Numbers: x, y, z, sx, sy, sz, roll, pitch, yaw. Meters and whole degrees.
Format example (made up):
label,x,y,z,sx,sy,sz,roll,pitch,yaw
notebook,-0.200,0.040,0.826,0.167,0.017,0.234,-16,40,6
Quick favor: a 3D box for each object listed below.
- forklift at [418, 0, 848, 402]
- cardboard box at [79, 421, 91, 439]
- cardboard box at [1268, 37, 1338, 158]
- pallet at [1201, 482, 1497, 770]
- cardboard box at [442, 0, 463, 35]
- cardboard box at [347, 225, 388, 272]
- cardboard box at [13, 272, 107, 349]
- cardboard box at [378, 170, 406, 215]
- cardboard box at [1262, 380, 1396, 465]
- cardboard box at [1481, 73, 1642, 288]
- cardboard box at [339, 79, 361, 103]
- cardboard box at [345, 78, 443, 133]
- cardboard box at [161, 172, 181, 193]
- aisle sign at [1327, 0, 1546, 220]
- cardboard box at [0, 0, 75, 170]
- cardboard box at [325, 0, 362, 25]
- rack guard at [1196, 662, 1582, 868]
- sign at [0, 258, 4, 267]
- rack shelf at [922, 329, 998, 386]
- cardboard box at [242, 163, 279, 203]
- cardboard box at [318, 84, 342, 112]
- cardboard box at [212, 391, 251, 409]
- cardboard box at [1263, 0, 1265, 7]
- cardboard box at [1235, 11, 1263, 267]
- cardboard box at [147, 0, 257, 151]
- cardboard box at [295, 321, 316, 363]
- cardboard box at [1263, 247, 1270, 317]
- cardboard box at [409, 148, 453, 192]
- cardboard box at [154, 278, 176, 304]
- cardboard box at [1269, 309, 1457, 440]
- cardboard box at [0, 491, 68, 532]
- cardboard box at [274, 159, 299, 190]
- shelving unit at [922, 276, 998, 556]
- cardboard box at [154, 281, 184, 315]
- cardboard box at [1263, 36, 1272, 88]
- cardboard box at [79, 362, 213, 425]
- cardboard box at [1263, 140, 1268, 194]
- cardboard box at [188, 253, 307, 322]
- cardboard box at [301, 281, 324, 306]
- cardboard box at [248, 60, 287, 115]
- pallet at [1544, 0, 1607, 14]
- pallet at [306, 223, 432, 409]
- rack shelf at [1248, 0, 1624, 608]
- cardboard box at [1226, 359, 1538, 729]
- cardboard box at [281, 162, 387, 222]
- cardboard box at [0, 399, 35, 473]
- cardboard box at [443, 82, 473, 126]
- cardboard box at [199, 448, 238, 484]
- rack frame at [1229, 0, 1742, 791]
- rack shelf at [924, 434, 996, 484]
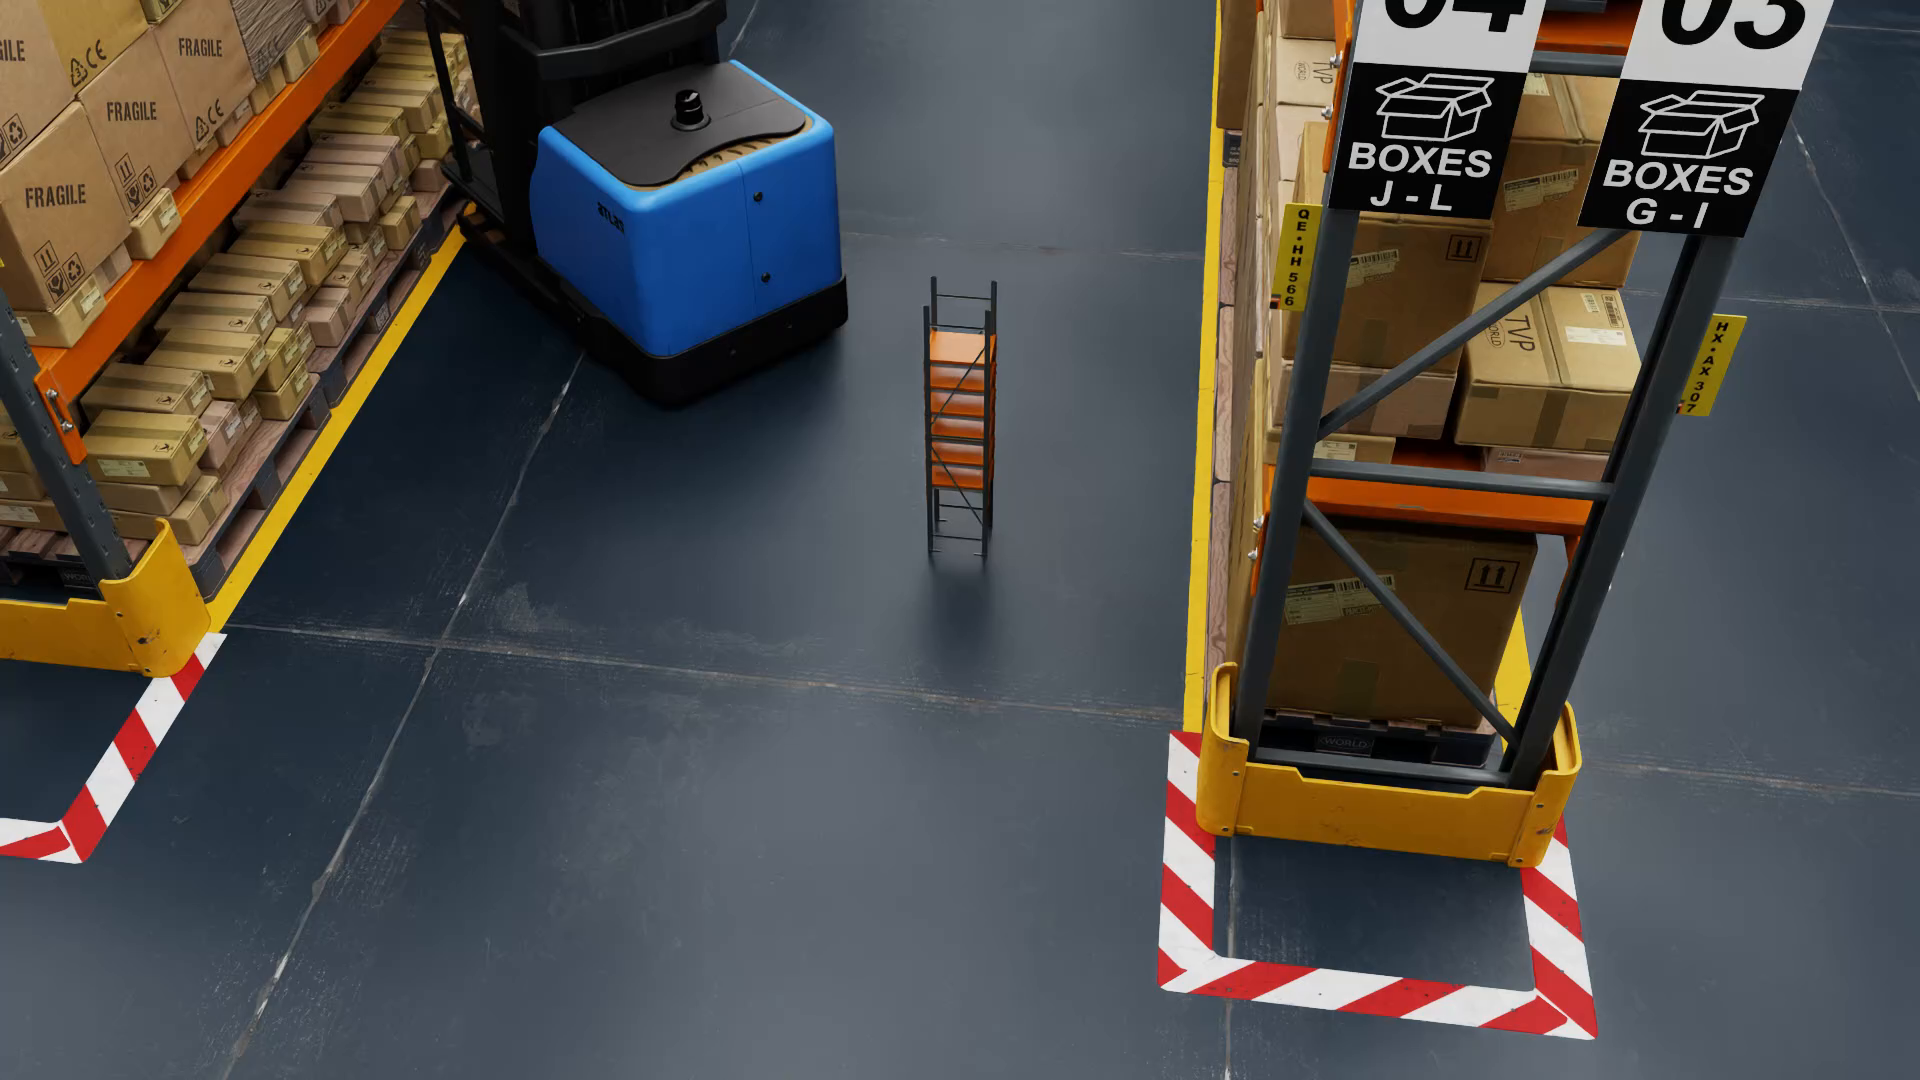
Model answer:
label,x,y,z,sx,sy,sz,roll,pitch,yaw
forklift,-1.838,-2.621,7.387,1.130,2.935,3.031,-29,51,-27
cardboard box,-3.616,-0.471,6.618,0.380,0.149,0.250,4,44,5
cardboard box,1.412,-1.623,6.175,0.500,0.250,0.500,5,44,6
pallet,1.440,0.293,6.287,1.003,0.211,1.213,5,44,6
cardboard box,-2.602,-3.137,9.394,0.500,0.500,0.500,7,44,7
cardboard box,-2.914,-1.355,7.768,0.380,0.149,0.250,6,44,6
cardboard box,-3.123,-0.787,5.582,0.380,0.149,0.250,5,44,5
cardboard box,-2.875,-1.688,7.902,0.380,0.149,0.250,6,44,7
cardboard box,1.133,-0.349,5.119,0.380,0.149,0.250,6,44,6
cardboard box,1.809,-1.137,5.116,0.500,0.500,0.500,4,44,4
cardboard box,-3.272,-2.240,8.486,0.380,0.149,0.250,6,44,6
cardboard box,-2.772,-2.132,8.156,0.380,0.149,0.250,5,44,5
cardboard box,-3.144,-1.332,6.158,0.380,0.149,0.250,7,44,7
aisle sign,1.105,-1.090,3.828,0.394,0.787,0.004,5,44,6
cardboard box,-3.169,-1.476,5.111,0.500,0.500,0.500,5,44,5
cardboard box,-2.853,-2.383,7.267,0.380,0.149,0.250,4,44,4
rack guard,1.409,0.757,5.587,1.175,0.500,0.348,5,44,6
sign,-2.953,-0.952,4.944,0.100,0.325,0.005,5,44,6
rack shelf,0.002,-0.675,6.131,0.258,0.103,0.180,5,44,6
cardboard box,-3.374,-1.632,7.628,0.380,0.149,0.250,4,44,4
cardboard box,-3.293,-2.171,8.197,0.380,0.149,0.250,5,44,5
cardboard box,-3.131,-0.602,6.756,0.380,0.149,0.250,6,44,6
cardboard box,1.537,-2.452,7.340,0.380,0.149,0.250,4,44,4
cardboard box,1.774,-1.832,7.743,0.875,0.875,0.875,5,44,6
cardboard box,-3.035,-1.812,6.193,0.500,0.500,0.500,6,44,6
cardboard box,-3.043,-0.835,7.218,0.380,0.149,0.250,5,44,6
cardboard box,1.234,-0.868,5.668,0.380,0.149,0.250,6,44,6
cardboard box,-2.765,-1.877,8.318,0.380,0.149,0.250,4,44,4
cardboard box,-3.596,-1.117,7.084,0.380,0.149,0.250,7,44,7
cardboard box,1.213,-0.575,5.069,0.500,0.250,0.500,5,44,5
cardboard box,-3.628,-0.182,6.529,0.380,0.149,0.250,6,44,6
cardboard box,-3.367,-1.702,7.917,0.380,0.149,0.250,7,44,7
shelving unit,0.002,-0.446,6.348,0.258,1.200,0.189,5,44,6
cardboard box,-3.582,-1.006,7.183,0.380,0.149,0.250,6,44,6
cardboard box,1.436,-1.919,6.777,0.380,0.149,0.250,5,44,5
cardboard box,-3.168,-0.545,6.480,0.380,0.149,0.250,6,44,6
cardboard box,1.335,-1.391,6.220,0.380,0.149,0.250,6,44,6
cardboard box,-3.011,-1.070,7.034,0.380,0.149,0.250,7,44,7
cardboard box,-3.053,-1.146,7.330,0.380,0.149,0.250,7,44,8
cardboard box,-2.968,-1.855,6.710,0.380,0.149,0.250,7,44,7
pallet,1.500,-1.731,4.279,1.003,0.211,1.213,5,44,6
pallet,-3.175,-1.106,7.764,1.003,0.211,1.213,5,44,6
rack shelf,1.676,-1.269,6.432,1.077,0.370,4.000,5,44,6
cardboard box,1.417,0.008,5.800,0.875,0.875,0.875,5,44,6
cardboard box,-2.851,-1.585,7.577,0.380,0.149,0.250,4,44,4
cardboard box,-3.672,-0.404,6.331,0.380,0.149,0.250,6,44,6
cardboard box,-2.712,-2.209,8.453,0.380,0.149,0.250,3,44,4
cardboard box,-3.151,-0.318,6.672,0.380,0.149,0.250,5,44,5
rack frame,1.412,-0.167,4.745,1.000,3.000,0.127,5,44,6
rack shelf,0.002,-0.326,6.461,0.258,0.103,0.180,5,44,6
